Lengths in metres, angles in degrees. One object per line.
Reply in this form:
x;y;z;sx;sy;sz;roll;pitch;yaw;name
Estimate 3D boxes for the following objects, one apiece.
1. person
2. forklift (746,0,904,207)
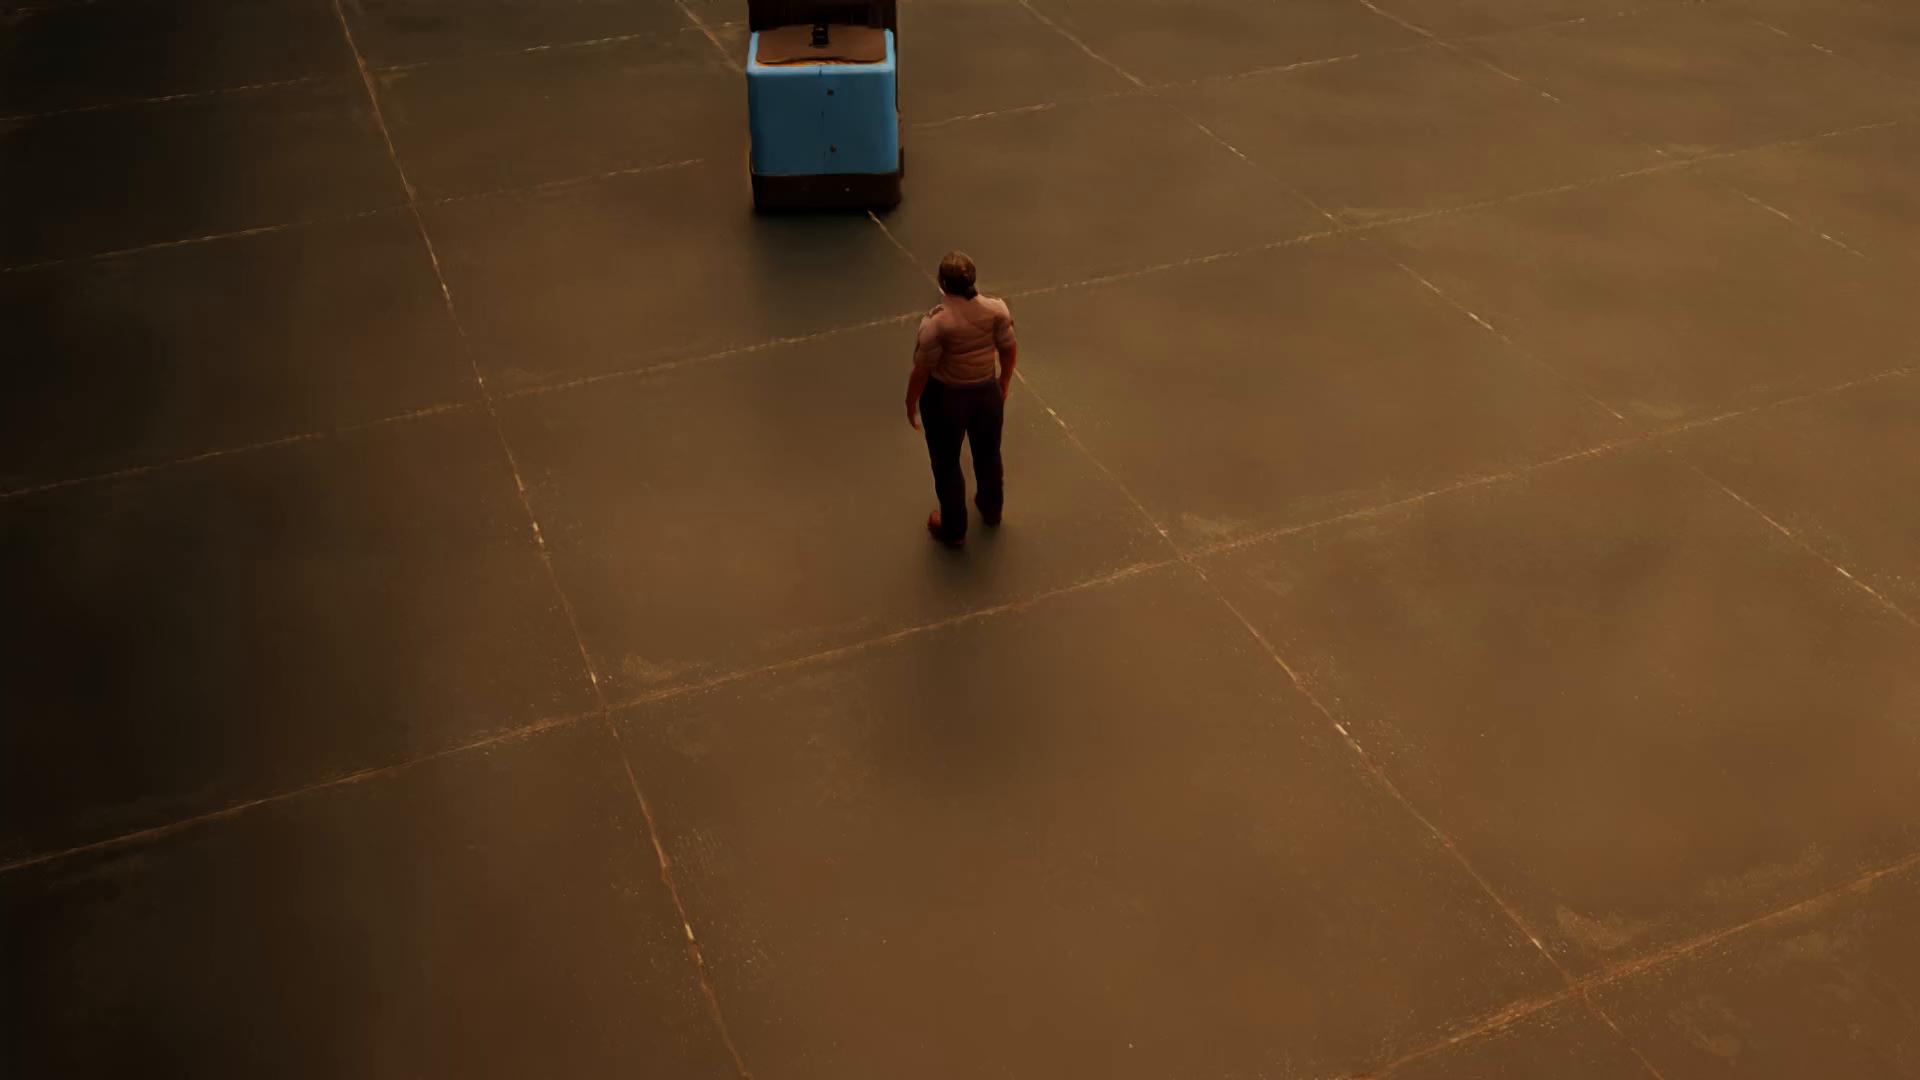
-0.014;-0.730;8.221;0.599;1.650;0.502;-14;38;-19;person
-1.028;-4.391;12.273;1.130;2.935;3.031;-2;35;-2;forklift
